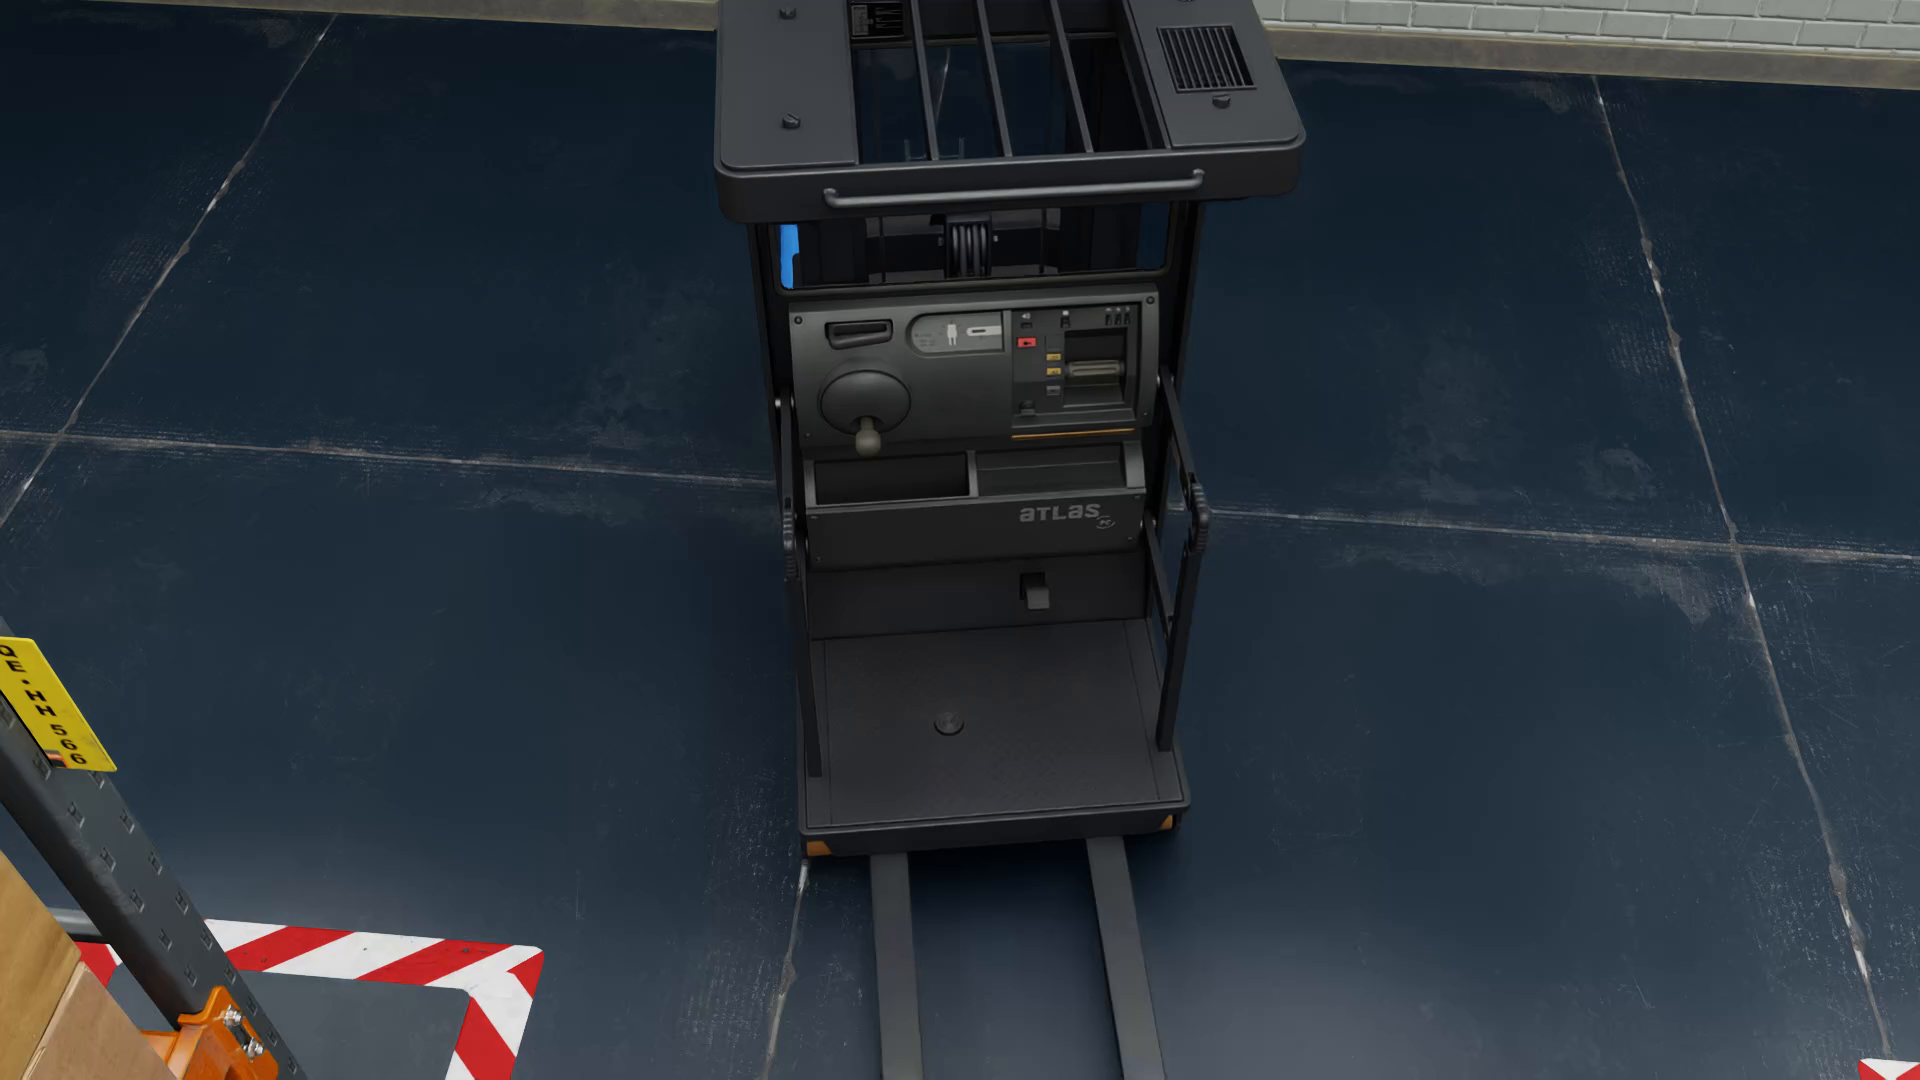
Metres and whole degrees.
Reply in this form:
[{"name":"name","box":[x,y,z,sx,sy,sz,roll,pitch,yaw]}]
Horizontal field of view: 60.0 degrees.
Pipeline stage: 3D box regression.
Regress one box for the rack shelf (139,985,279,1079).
[{"name":"rack shelf","box":[-2.104,2.407,2.003,1.077,0.370,4.000,4,48,4]}]

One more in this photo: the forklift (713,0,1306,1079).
[{"name":"forklift","box":[0.061,-0.329,4.064,1.130,2.935,3.031,-4,48,-3]}]

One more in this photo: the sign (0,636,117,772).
[{"name":"sign","box":[-1.371,0.249,2.491,0.100,0.325,0.005,4,48,4]}]

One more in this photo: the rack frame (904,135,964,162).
[{"name":"rack frame","box":[-0.088,-0.993,5.947,0.200,1.050,0.008,-4,48,-3]}]

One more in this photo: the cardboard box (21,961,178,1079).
[{"name":"cardboard box","box":[-1.692,1.008,2.727,0.500,0.500,0.500,5,48,5]}]

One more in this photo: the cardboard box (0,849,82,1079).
[{"name":"cardboard box","box":[-1.689,0.669,2.360,0.500,0.500,0.500,3,48,3]}]

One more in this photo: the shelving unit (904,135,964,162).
[{"name":"shelving unit","box":[-0.077,-0.903,5.865,0.215,1.050,0.252,-4,48,-3]}]
